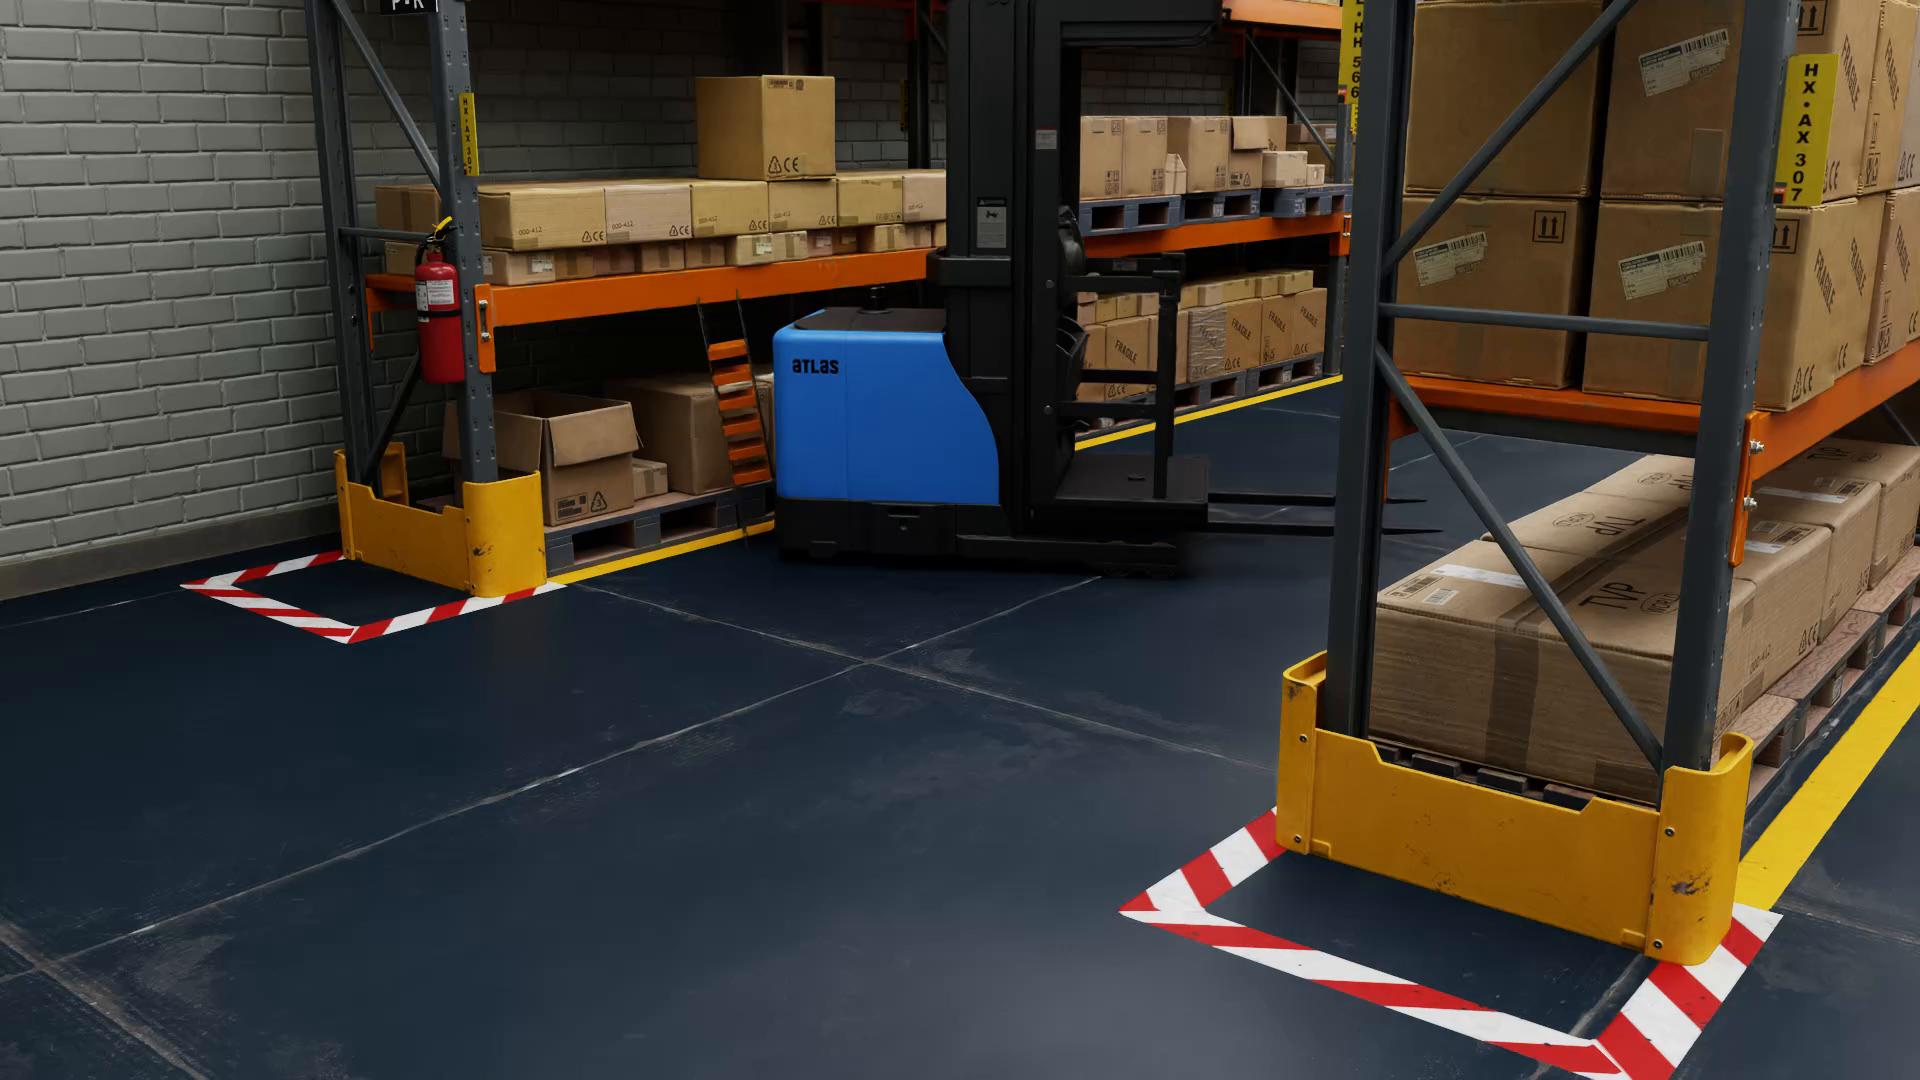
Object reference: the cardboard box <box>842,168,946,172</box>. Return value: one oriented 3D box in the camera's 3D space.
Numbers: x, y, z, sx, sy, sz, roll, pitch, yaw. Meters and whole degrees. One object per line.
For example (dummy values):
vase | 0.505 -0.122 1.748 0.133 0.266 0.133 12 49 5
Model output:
cardboard box | -0.421 -2.091 9.961 0.500 0.250 0.500 11 18 37

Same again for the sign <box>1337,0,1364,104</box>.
sign | 1.036 -1.301 4.321 0.100 0.325 0.005 11 18 38

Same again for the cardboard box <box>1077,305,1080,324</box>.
cardboard box | 0.533 -1.406 10.473 0.380 0.149 0.250 12 19 40

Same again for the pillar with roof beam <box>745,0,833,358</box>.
pillar with roof beam | 2.310 -4.320 6.851 9.100 9.000 0.400 11 18 38

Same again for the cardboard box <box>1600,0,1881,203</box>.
cardboard box | 1.973 -1.120 4.205 0.500 0.500 0.500 11 18 36

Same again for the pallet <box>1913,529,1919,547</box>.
pallet | 4.390 -0.113 8.138 1.003 0.211 1.213 11 18 38

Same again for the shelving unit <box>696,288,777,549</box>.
shelving unit | -1.039 -0.575 7.916 0.189 1.200 0.258 -11 15 -4

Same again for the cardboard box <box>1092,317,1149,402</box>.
cardboard box | 0.907 -1.226 11.079 0.500 0.500 0.500 11 18 37

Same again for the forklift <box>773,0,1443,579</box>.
forklift | 0.700 -1.385 7.621 3.031 2.935 1.130 2 14 8

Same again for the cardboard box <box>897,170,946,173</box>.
cardboard box | -0.030 -2.008 9.638 0.500 0.250 0.500 12 18 39

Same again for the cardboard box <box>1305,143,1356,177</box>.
cardboard box | 3.103 -3.051 13.331 0.500 0.250 0.500 11 18 37

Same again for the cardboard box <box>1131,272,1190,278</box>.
cardboard box | 1.520 -1.949 12.608 0.380 0.149 0.250 10 17 35

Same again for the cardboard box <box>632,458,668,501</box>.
cardboard box | -1.658 -0.306 8.172 0.380 0.149 0.250 10 18 35

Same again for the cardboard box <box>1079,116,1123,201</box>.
cardboard box | 0.579 -2.382 10.353 0.700 0.500 0.500 12 18 39

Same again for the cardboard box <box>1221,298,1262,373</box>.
cardboard box | 1.867 -1.521 12.243 0.500 0.500 0.500 12 19 40

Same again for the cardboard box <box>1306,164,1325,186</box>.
cardboard box | 2.500 -2.735 12.454 0.380 0.149 0.250 12 18 39

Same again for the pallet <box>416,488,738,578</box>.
pallet | -1.865 -0.122 8.175 1.003 0.211 1.213 11 18 38

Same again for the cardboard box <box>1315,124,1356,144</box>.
cardboard box | 3.044 -3.217 13.172 0.380 0.149 0.250 12 19 39

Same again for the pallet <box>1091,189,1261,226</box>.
pallet | 1.396 -2.372 11.758 1.003 0.211 1.213 11 18 38

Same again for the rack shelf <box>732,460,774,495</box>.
rack shelf | -0.994 -0.304 7.990 0.180 0.103 0.258 -11 15 -4

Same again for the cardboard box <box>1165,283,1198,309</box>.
cardboard box | 1.452 -1.722 11.716 0.380 0.149 0.250 11 18 38

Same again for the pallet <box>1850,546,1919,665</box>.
pallet | 3.425 0.180 6.985 1.003 0.211 1.213 11 18 38

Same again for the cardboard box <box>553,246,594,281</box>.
cardboard box | -1.870 -1.261 7.504 0.380 0.149 0.250 12 18 39

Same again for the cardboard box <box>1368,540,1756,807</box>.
cardboard box | 1.787 0.358 4.974 0.875 0.438 0.875 11 18 36

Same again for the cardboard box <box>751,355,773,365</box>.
cardboard box | -0.735 -0.757 9.235 0.700 0.500 0.500 10 18 35

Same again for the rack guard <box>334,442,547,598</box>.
rack guard | -2.366 -0.109 7.538 1.175 0.500 0.348 11 18 38

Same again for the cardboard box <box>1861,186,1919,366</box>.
cardboard box | 2.605 -0.831 5.097 0.500 0.500 0.500 11 18 37

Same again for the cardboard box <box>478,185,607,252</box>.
cardboard box | -1.919 -1.423 7.332 0.500 0.250 0.500 11 18 38

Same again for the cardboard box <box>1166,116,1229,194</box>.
cardboard box | 1.397 -2.632 11.335 0.700 0.500 0.500 11 18 37

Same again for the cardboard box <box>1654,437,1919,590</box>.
cardboard box | 3.486 -0.163 7.023 0.875 0.438 0.875 11 18 37

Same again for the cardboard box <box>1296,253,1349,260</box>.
cardboard box | 3.422 -2.135 14.404 0.875 0.625 0.625 12 19 39

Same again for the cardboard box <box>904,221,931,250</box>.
cardboard box | -0.381 -1.698 9.223 0.380 0.149 0.250 12 18 39

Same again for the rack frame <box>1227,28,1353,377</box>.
rack frame | 2.615 -2.838 13.204 1.000 3.000 0.127 11 18 38

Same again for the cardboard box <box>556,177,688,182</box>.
cardboard box | -1.691 -1.700 8.421 0.500 0.250 0.500 12 19 39

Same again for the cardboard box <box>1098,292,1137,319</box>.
cardboard box | 0.961 -1.577 11.144 0.380 0.149 0.250 11 18 37

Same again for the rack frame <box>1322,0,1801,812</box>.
rack frame | 1.450 -0.539 4.152 1.000 3.000 0.127 11 18 38

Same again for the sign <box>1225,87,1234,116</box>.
sign | 2.181 -3.485 13.397 0.100 0.325 0.005 11 18 38

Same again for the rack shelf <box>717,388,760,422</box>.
rack shelf | -1.051 -0.647 7.896 0.180 0.103 0.258 -11 15 -4

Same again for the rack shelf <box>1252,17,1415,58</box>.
rack shelf | 3.872 -4.326 14.431 1.077 0.370 4.000 11 18 38

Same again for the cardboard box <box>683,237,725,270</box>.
cardboard box | -1.362 -1.407 8.080 0.380 0.149 0.250 12 18 38

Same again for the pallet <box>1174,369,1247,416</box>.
pallet | 1.349 -1.117 12.091 1.003 0.211 1.213 11 18 38

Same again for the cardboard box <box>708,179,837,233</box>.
cardboard box | -0.981 -1.718 8.495 0.500 0.250 0.500 11 18 36

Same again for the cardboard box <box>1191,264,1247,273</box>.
cardboard box | 2.044 -2.093 13.176 0.380 0.149 0.250 12 19 40

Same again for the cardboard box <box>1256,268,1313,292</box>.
cardboard box | 2.501 -2.011 12.853 0.380 0.149 0.250 10 17 35

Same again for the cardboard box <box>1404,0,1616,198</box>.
cardboard box | 1.567 -1.201 4.525 0.500 0.500 0.500 12 19 39

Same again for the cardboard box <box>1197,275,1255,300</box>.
cardboard box | 1.953 -1.867 12.286 0.380 0.149 0.250 12 19 39

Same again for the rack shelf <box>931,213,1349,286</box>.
rack shelf | 1.358 -2.107 11.784 1.077 0.370 4.000 11 18 38

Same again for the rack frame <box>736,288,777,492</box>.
rack frame | -0.949 -0.592 7.923 0.006 1.200 0.240 -11 15 -4

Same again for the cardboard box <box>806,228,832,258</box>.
cardboard box | -0.887 -1.558 8.672 0.380 0.149 0.250 11 18 37
